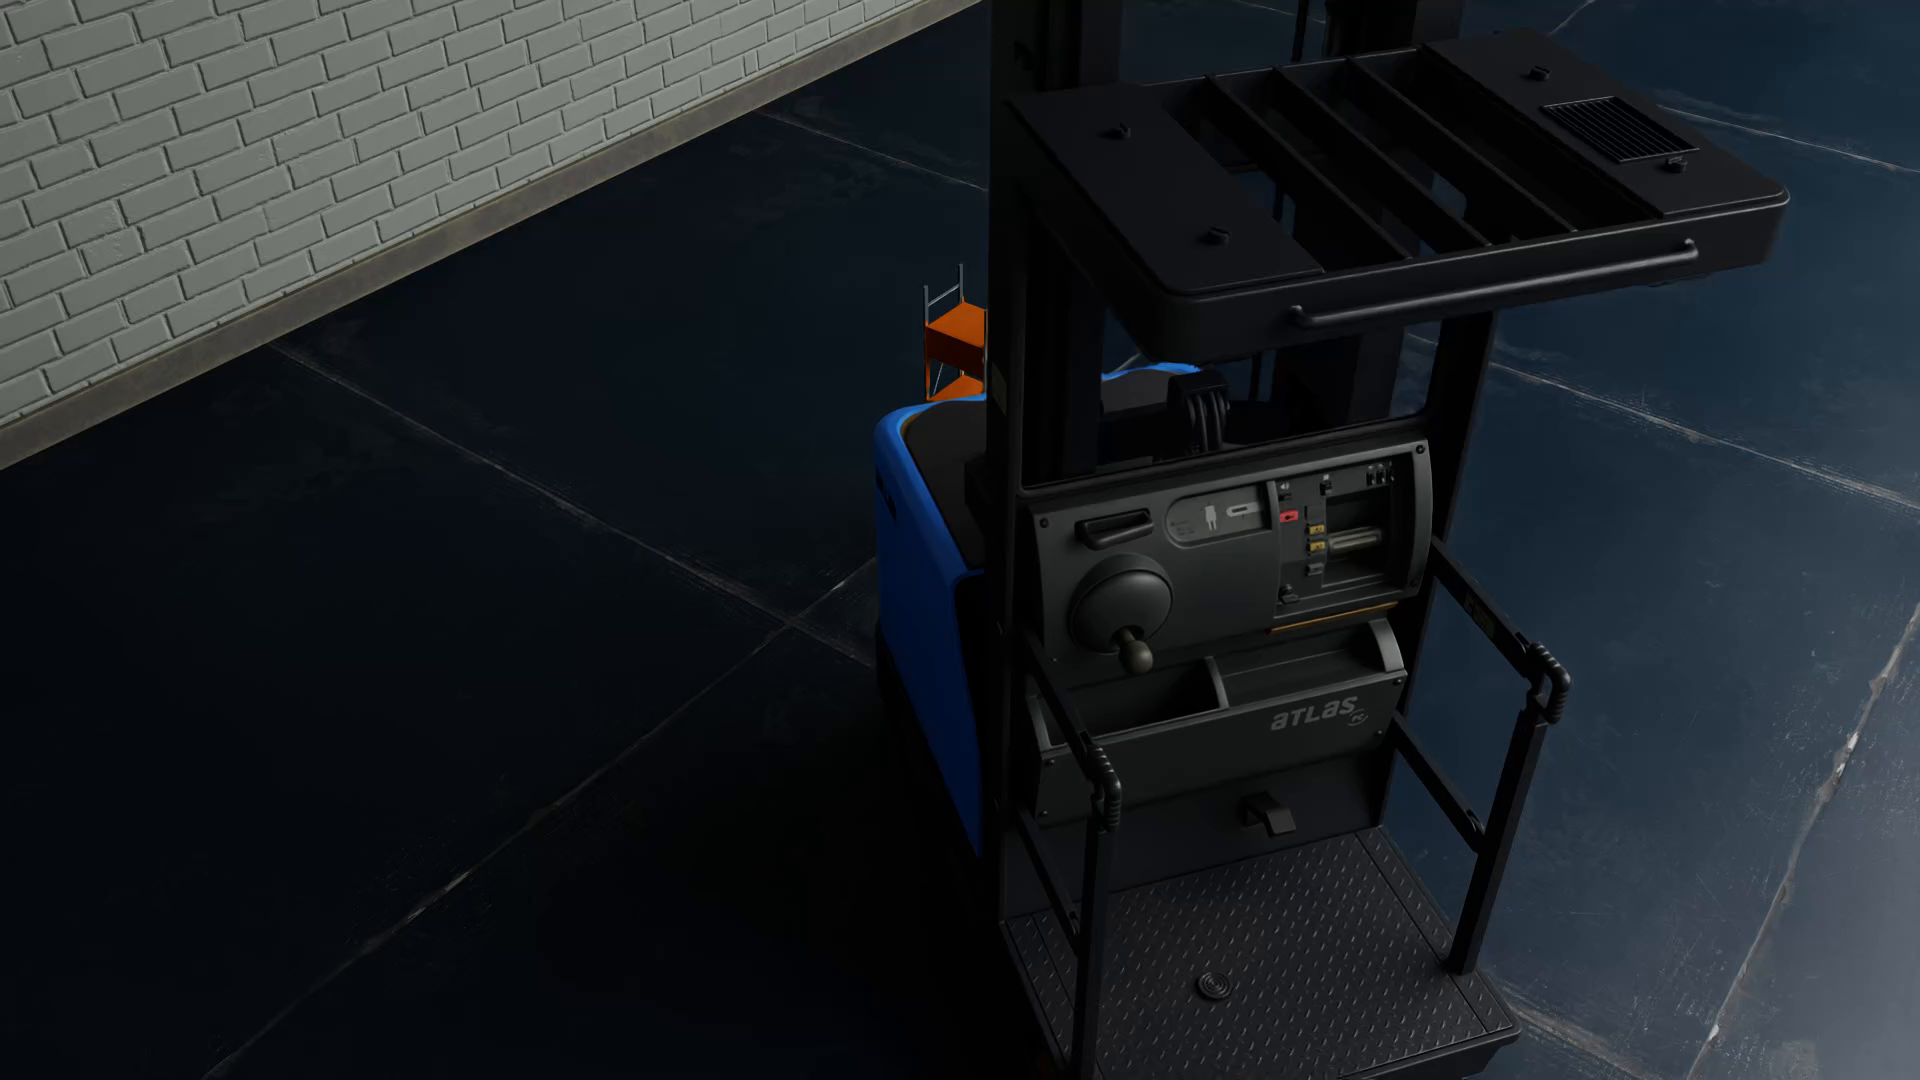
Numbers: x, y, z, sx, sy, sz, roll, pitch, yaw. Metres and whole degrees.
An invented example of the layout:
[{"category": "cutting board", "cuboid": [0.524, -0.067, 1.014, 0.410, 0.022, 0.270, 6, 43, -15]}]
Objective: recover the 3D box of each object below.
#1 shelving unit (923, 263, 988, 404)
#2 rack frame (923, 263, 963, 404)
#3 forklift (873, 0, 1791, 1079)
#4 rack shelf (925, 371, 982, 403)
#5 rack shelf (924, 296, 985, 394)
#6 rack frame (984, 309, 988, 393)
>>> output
[{"category": "shelving unit", "cuboid": [0.042, -0.393, 5.616, 0.252, 1.050, 0.215, 25, 45, 29]}, {"category": "rack frame", "cuboid": [-0.054, -0.439, 5.674, 0.008, 1.050, 0.200, 25, 45, 29]}, {"category": "forklift", "cuboid": [0.670, 0.104, 3.455, 1.130, 2.935, 3.031, -11, 39, -14]}, {"category": "rack shelf", "cuboid": [0.042, -0.385, 5.623, 0.240, 0.259, 0.215, 25, 45, 29]}, {"category": "rack shelf", "cuboid": [0.042, -0.608, 5.448, 0.240, 0.259, 0.215, 25, 45, 29]}, {"category": "rack frame", "cuboid": [0.139, -0.348, 5.558, 0.008, 1.050, 0.200, 25, 45, 29]}]
